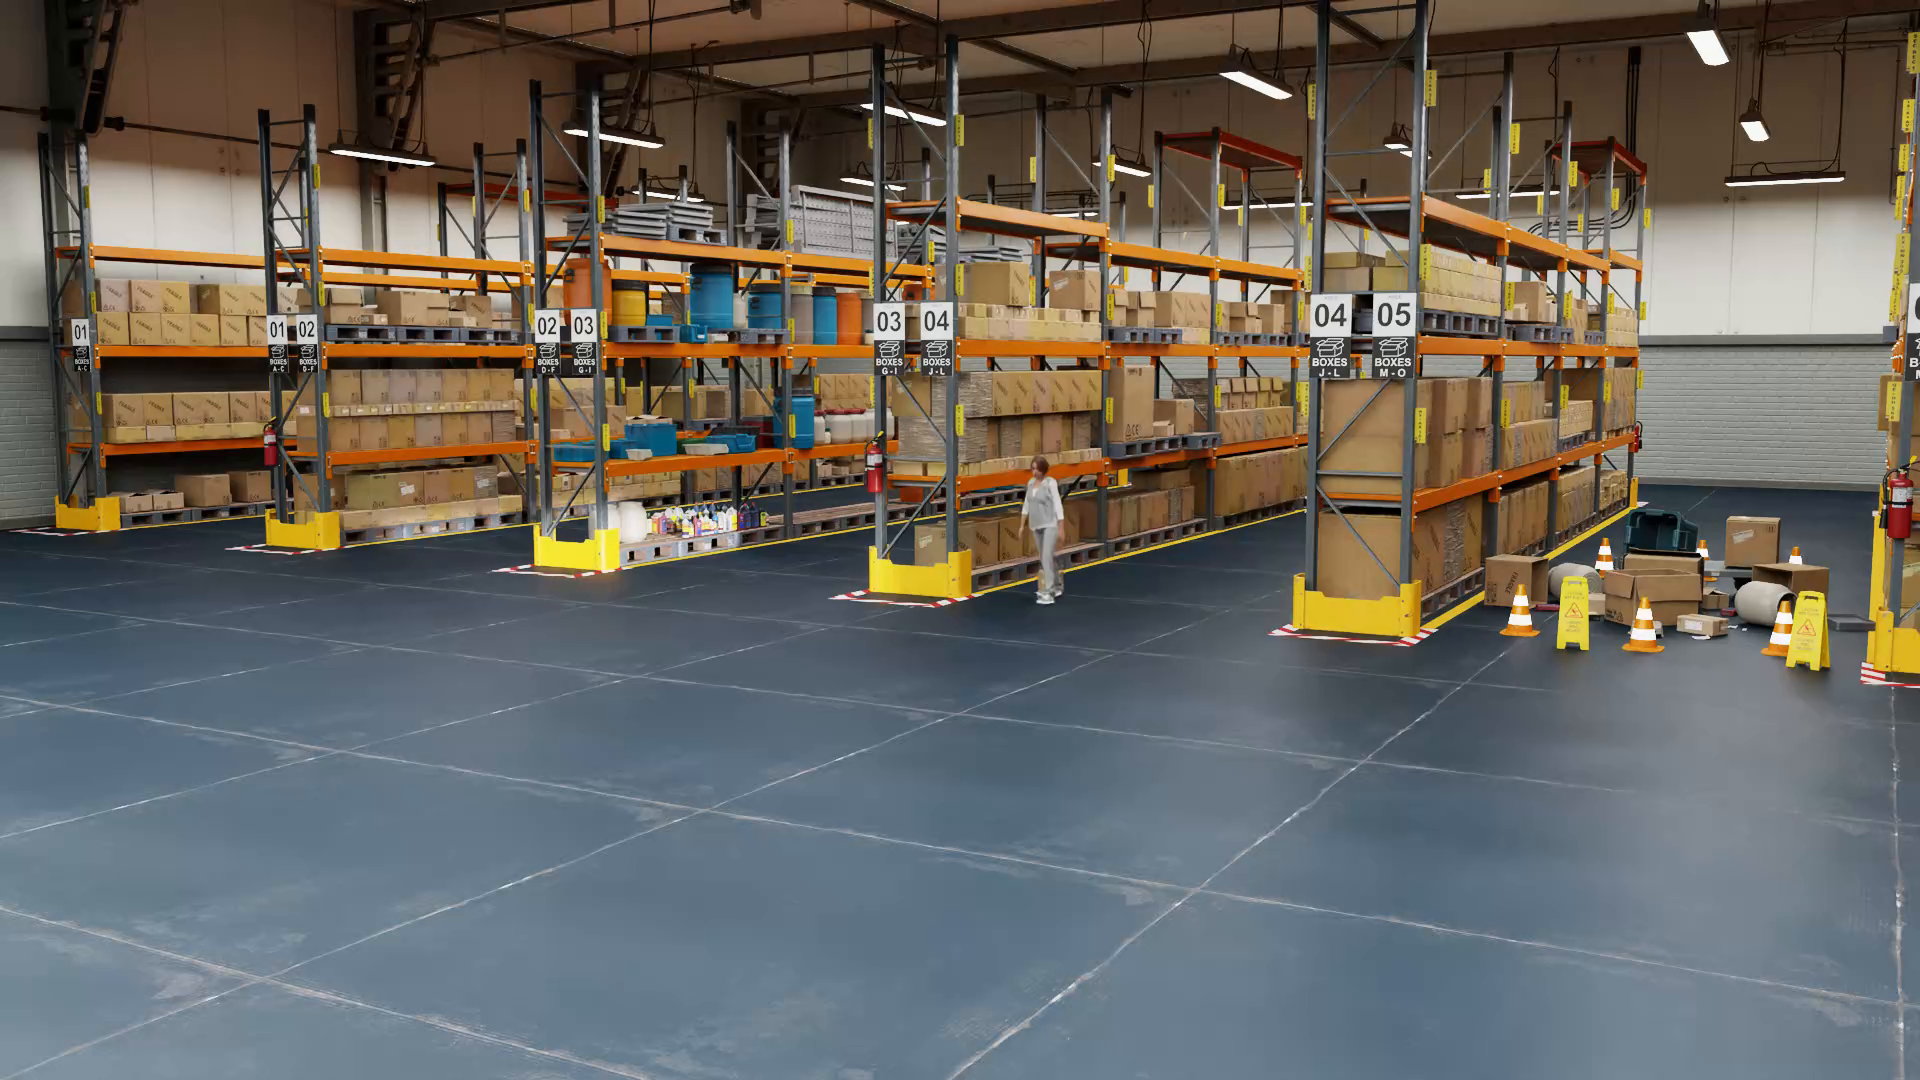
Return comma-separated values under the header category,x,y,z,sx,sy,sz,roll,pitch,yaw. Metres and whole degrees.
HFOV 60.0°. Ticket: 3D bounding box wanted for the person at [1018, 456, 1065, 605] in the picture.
category,x,y,z,sx,sy,sz,roll,pitch,yaw
person,0.914,-0.124,17.794,0.690,1.558,0.554,-5,8,-42
